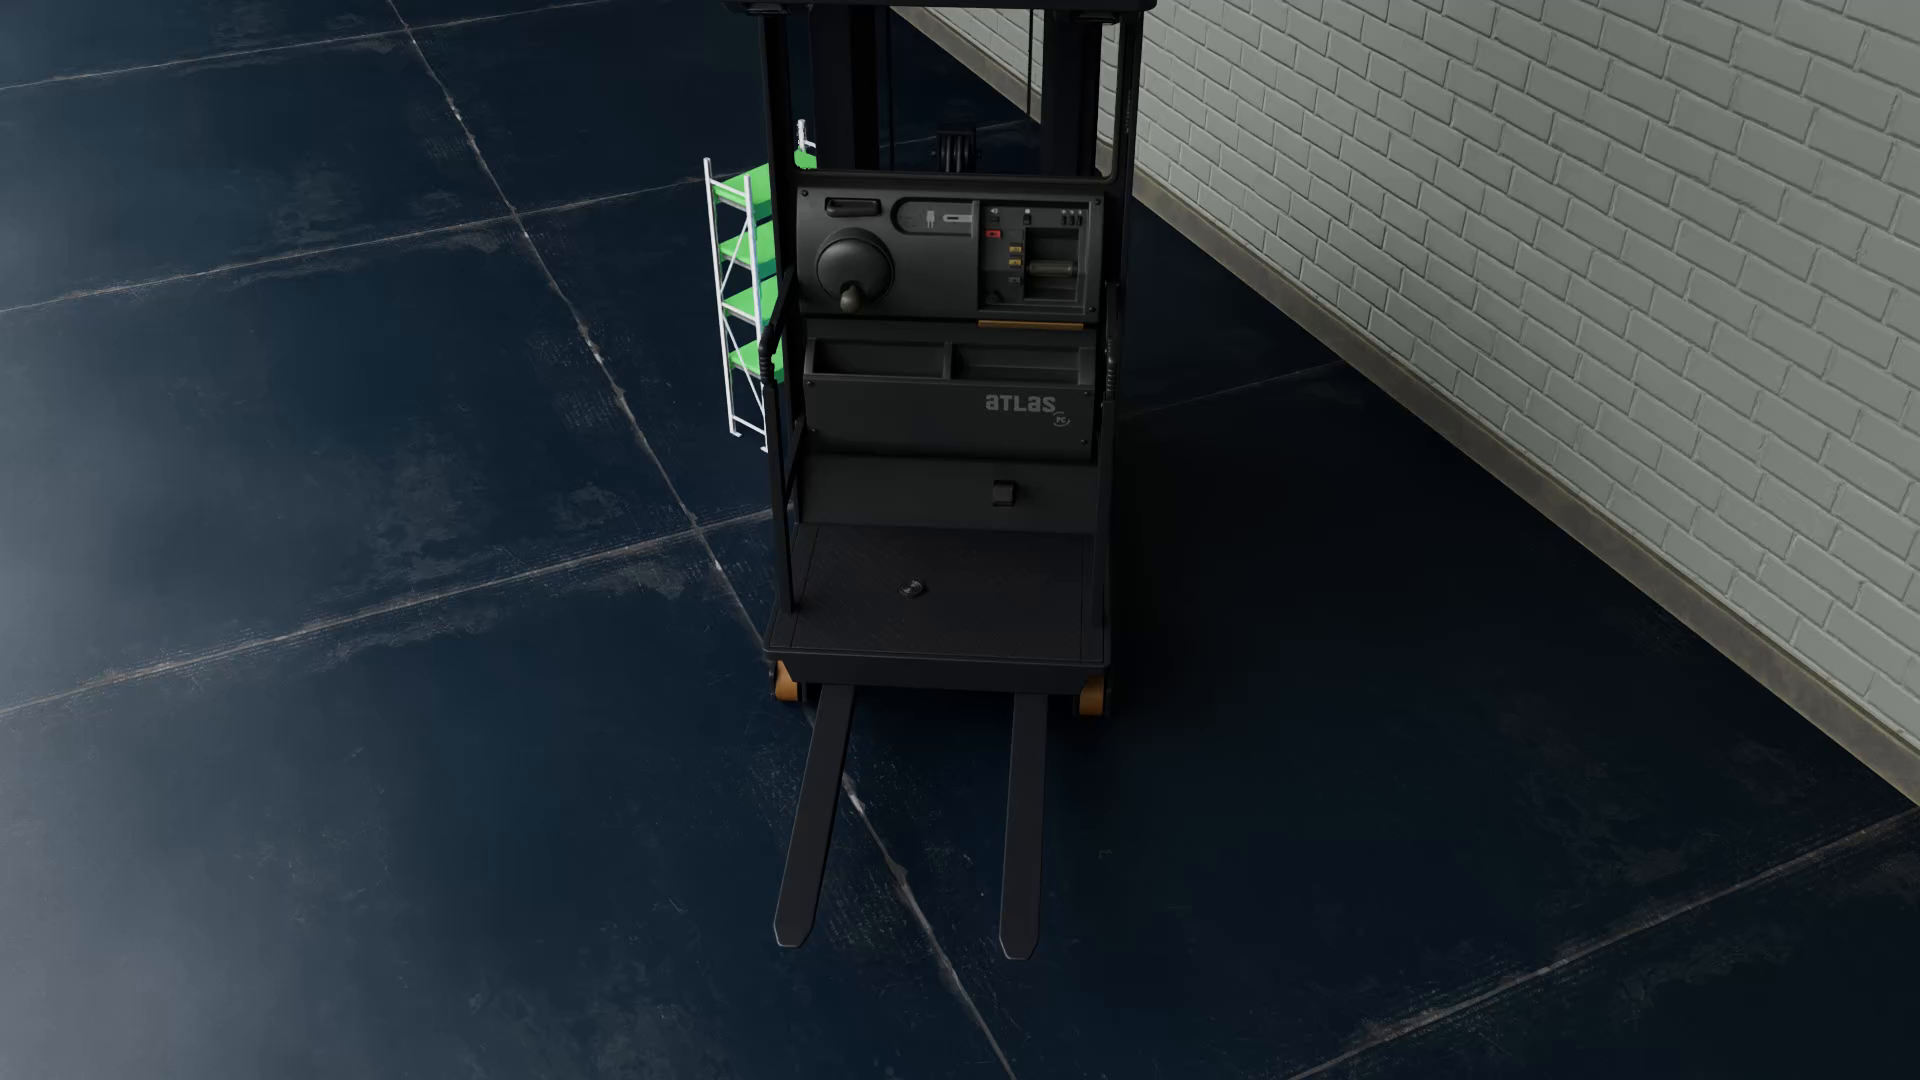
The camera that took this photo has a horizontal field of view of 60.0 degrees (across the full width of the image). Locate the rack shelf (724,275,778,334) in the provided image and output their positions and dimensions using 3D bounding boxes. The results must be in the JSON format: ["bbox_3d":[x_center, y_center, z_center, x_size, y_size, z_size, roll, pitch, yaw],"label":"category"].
[{"bbox_3d":[-0.689,-0.937,6.614,0.258,0.148,0.480,28,45,32],"label":"rack shelf"}]

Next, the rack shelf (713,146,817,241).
[{"bbox_3d":[-0.689,-1.323,6.327,0.258,0.148,0.480,28,45,32],"label":"rack shelf"}]

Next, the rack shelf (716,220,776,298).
[{"bbox_3d":[-0.689,-1.130,6.471,0.258,0.148,0.480,28,45,32],"label":"rack shelf"}]

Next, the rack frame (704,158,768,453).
[{"bbox_3d":[-0.851,-0.880,6.429,0.240,1.200,0.015,28,45,32],"label":"rack frame"}]

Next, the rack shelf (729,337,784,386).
[{"bbox_3d":[-0.689,-0.745,6.757,0.258,0.148,0.480,28,45,32],"label":"rack shelf"}]

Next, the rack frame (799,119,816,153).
[{"bbox_3d":[-0.527,-1.097,6.722,0.240,1.200,0.015,28,45,32],"label":"rack frame"}]

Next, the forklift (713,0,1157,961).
[{"bbox_3d":[-0.044,-0.805,4.874,1.130,2.935,3.031,2,37,3],"label":"forklift"}]

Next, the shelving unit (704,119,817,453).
[{"bbox_3d":[-0.689,-0.989,6.575,0.258,1.200,0.503,28,45,32],"label":"shelving unit"}]
